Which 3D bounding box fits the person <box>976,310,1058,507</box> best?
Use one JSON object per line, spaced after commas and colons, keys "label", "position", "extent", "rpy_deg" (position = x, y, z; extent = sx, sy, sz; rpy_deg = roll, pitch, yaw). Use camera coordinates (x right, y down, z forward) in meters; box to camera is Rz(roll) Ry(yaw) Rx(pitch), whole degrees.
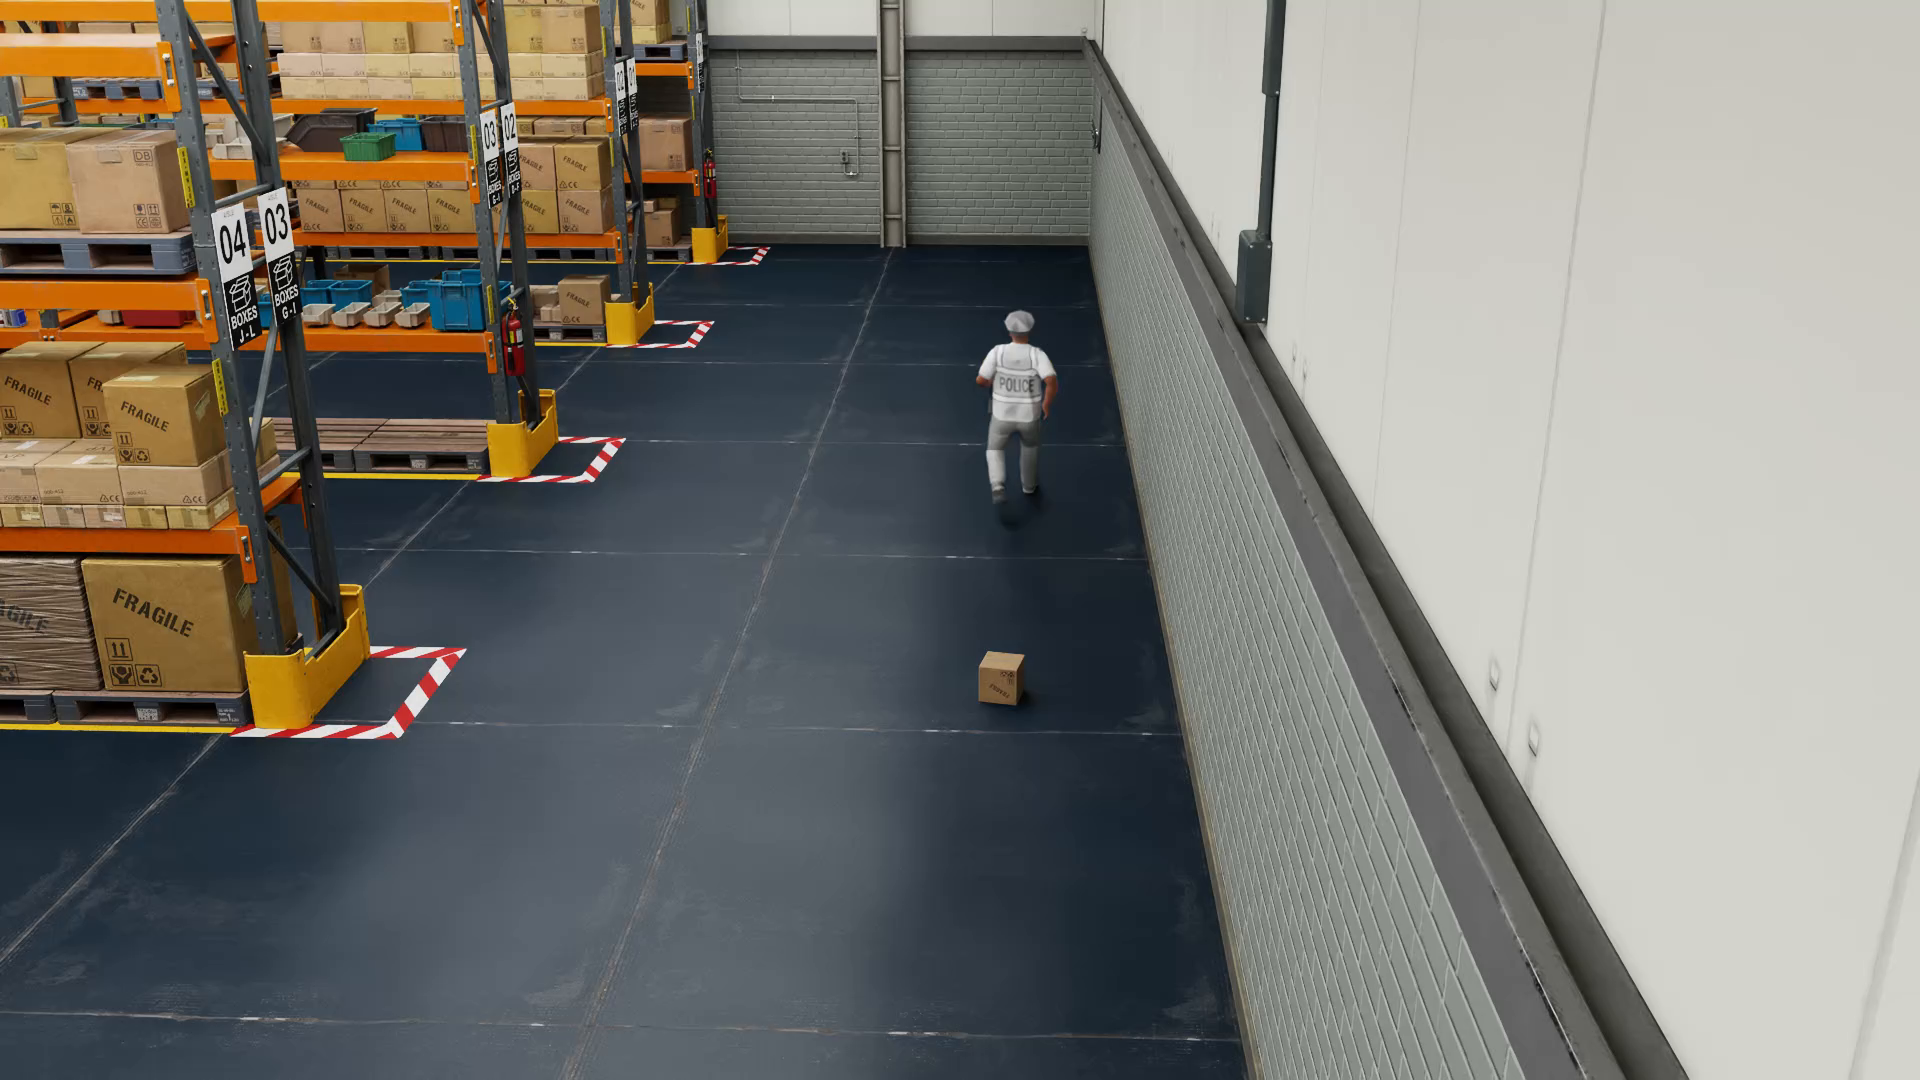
{"label": "person", "position": [0.449, -1.143, 14.136], "extent": [0.658, 1.704, 0.939], "rpy_deg": [-2, 21, -4]}
